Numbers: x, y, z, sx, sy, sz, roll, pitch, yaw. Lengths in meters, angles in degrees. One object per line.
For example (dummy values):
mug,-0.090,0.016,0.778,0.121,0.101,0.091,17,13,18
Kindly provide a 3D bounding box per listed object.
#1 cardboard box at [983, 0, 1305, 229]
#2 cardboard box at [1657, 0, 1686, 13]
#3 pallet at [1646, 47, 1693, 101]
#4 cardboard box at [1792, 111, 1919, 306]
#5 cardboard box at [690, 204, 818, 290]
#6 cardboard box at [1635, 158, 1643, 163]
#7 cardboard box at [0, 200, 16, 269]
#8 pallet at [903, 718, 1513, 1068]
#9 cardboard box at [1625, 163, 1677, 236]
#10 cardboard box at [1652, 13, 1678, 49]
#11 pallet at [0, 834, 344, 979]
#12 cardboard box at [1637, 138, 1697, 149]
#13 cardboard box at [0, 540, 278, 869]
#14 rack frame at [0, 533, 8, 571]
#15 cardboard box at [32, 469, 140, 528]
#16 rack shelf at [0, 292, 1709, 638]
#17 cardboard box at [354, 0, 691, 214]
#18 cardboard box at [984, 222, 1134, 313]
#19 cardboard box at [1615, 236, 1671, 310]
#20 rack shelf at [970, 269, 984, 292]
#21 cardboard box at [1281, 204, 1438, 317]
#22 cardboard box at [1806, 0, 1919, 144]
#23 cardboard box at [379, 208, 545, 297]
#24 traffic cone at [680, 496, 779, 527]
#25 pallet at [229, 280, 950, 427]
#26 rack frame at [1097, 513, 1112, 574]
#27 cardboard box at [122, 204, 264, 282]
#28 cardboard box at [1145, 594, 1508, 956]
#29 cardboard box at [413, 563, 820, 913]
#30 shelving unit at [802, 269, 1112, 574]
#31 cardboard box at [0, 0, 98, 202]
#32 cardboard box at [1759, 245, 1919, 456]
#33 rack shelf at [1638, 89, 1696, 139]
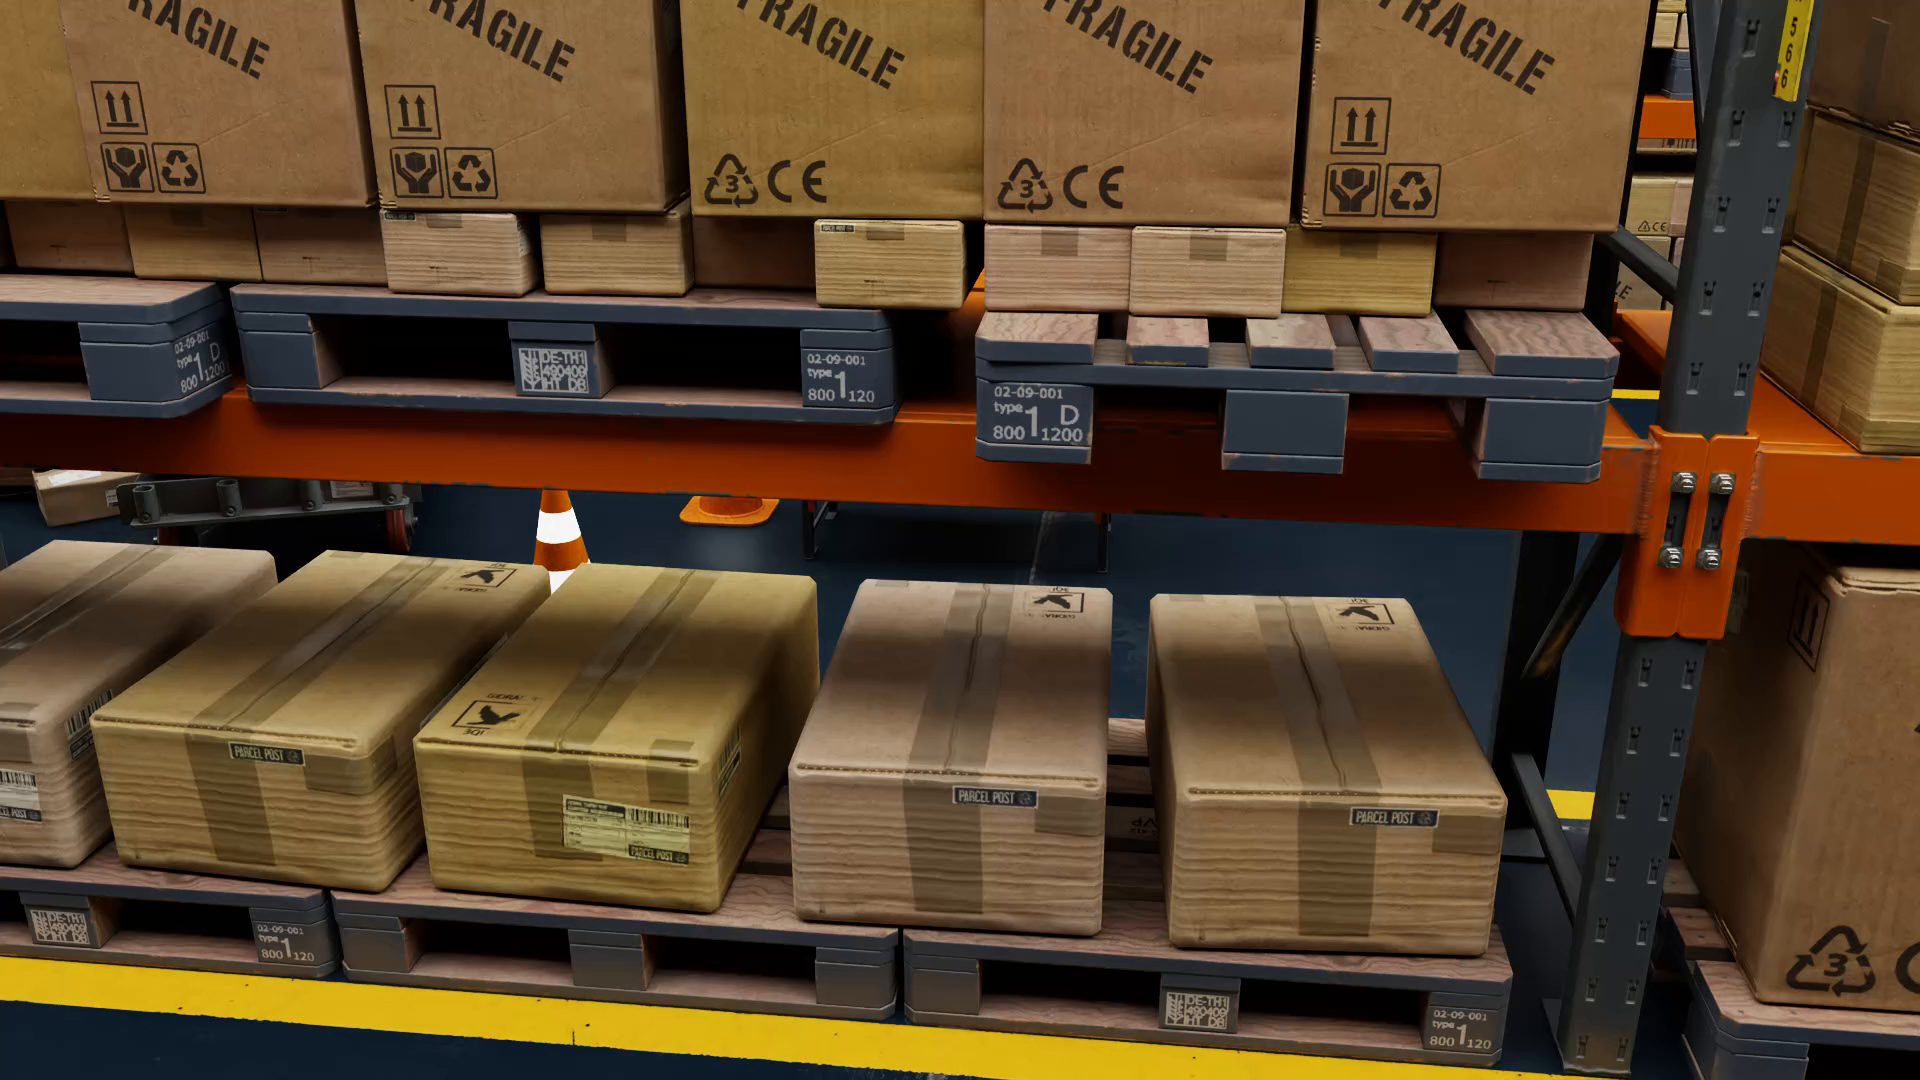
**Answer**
cardboard box,0.312,-0.839,2.869,0.500,0.500,0.500,2,22,5
cardboard box,3.035,-2.424,7.357,0.250,0.149,0.380,3,22,7
pallet,3.764,-2.174,7.619,1.213,0.211,1.003,2,22,6
cardboard box,1.785,-0.573,2.832,0.500,0.250,0.500,2,22,6
cardboard box,-0.331,-0.586,3.112,0.250,0.149,0.380,3,22,7
cardboard box,3.006,-1.763,8.129,0.500,0.250,0.500,3,22,7
cardboard box,-1.903,-0.620,3.199,0.250,0.149,0.380,3,22,7
pallet,0.535,0.740,3.780,1.213,0.211,1.003,2,22,6
cardboard box,2.953,-1.575,7.653,0.500,0.250,0.500,2,22,6
cardboard box,3.016,-2.285,7.409,0.250,0.149,0.380,3,22,9
pallet,-1.888,0.635,4.047,1.213,0.211,1.003,2,22,6
cardboard box,4.924,-3.233,12.356,0.875,0.875,1.225,2,22,4
cardboard box,-2.140,0.354,3.969,0.625,0.372,0.950,3,22,7
rack frame,-2.661,-0.695,3.618,0.127,3.000,1.000,2,22,6
cardboard box,-3.218,-0.242,6.192,0.396,0.266,0.258,-14,25,-31
rack shelf,-0.675,-0.274,3.531,4.000,0.370,1.077,2,22,6
cardboard box,-0.731,-0.884,2.984,0.500,0.500,0.500,2,22,4
cardboard box,0.179,-0.522,2.951,0.250,0.149,0.380,1,22,4
cardboard box,2.965,-1.222,7.780,0.500,0.500,0.500,3,22,7
rack shelf,0.007,-0.795,5.625,1.000,0.278,0.538,2,22,6
cardboard box,0.683,-0.514,2.930,0.250,0.149,0.380,3,22,7
cardboard box,1.772,-0.923,2.698,0.500,0.500,0.500,2,22,5
cardboard box,-0.858,-0.568,3.066,0.250,0.149,0.380,3,22,8
traffic cone,-0.859,-0.325,6.133,0.334,0.463,0.336,2,22,6
pallet,-0.660,-0.503,3.394,1.213,0.211,1.003,2,22,6
rack frame,0.512,-0.501,5.677,0.032,1.125,0.500,2,22,6
cardboard box,-1.362,-0.609,3.172,0.250,0.149,0.380,3,22,7
cardboard box,0.751,0.477,3.657,0.625,0.372,0.950,1,22,3
cardboard box,-0.735,0.413,3.819,0.625,0.372,0.950,3,22,8
shelving unit,0.007,-0.523,5.732,1.048,1.125,0.538,2,22,6
cardboard box,-1.732,-0.929,3.097,0.500,0.500,0.500,3,22,6
cardboard box,1.767,-0.339,2.922,0.500,0.250,0.500,2,22,5
rack shelf,3.779,-1.912,7.676,4.000,0.370,1.077,2,22,6
